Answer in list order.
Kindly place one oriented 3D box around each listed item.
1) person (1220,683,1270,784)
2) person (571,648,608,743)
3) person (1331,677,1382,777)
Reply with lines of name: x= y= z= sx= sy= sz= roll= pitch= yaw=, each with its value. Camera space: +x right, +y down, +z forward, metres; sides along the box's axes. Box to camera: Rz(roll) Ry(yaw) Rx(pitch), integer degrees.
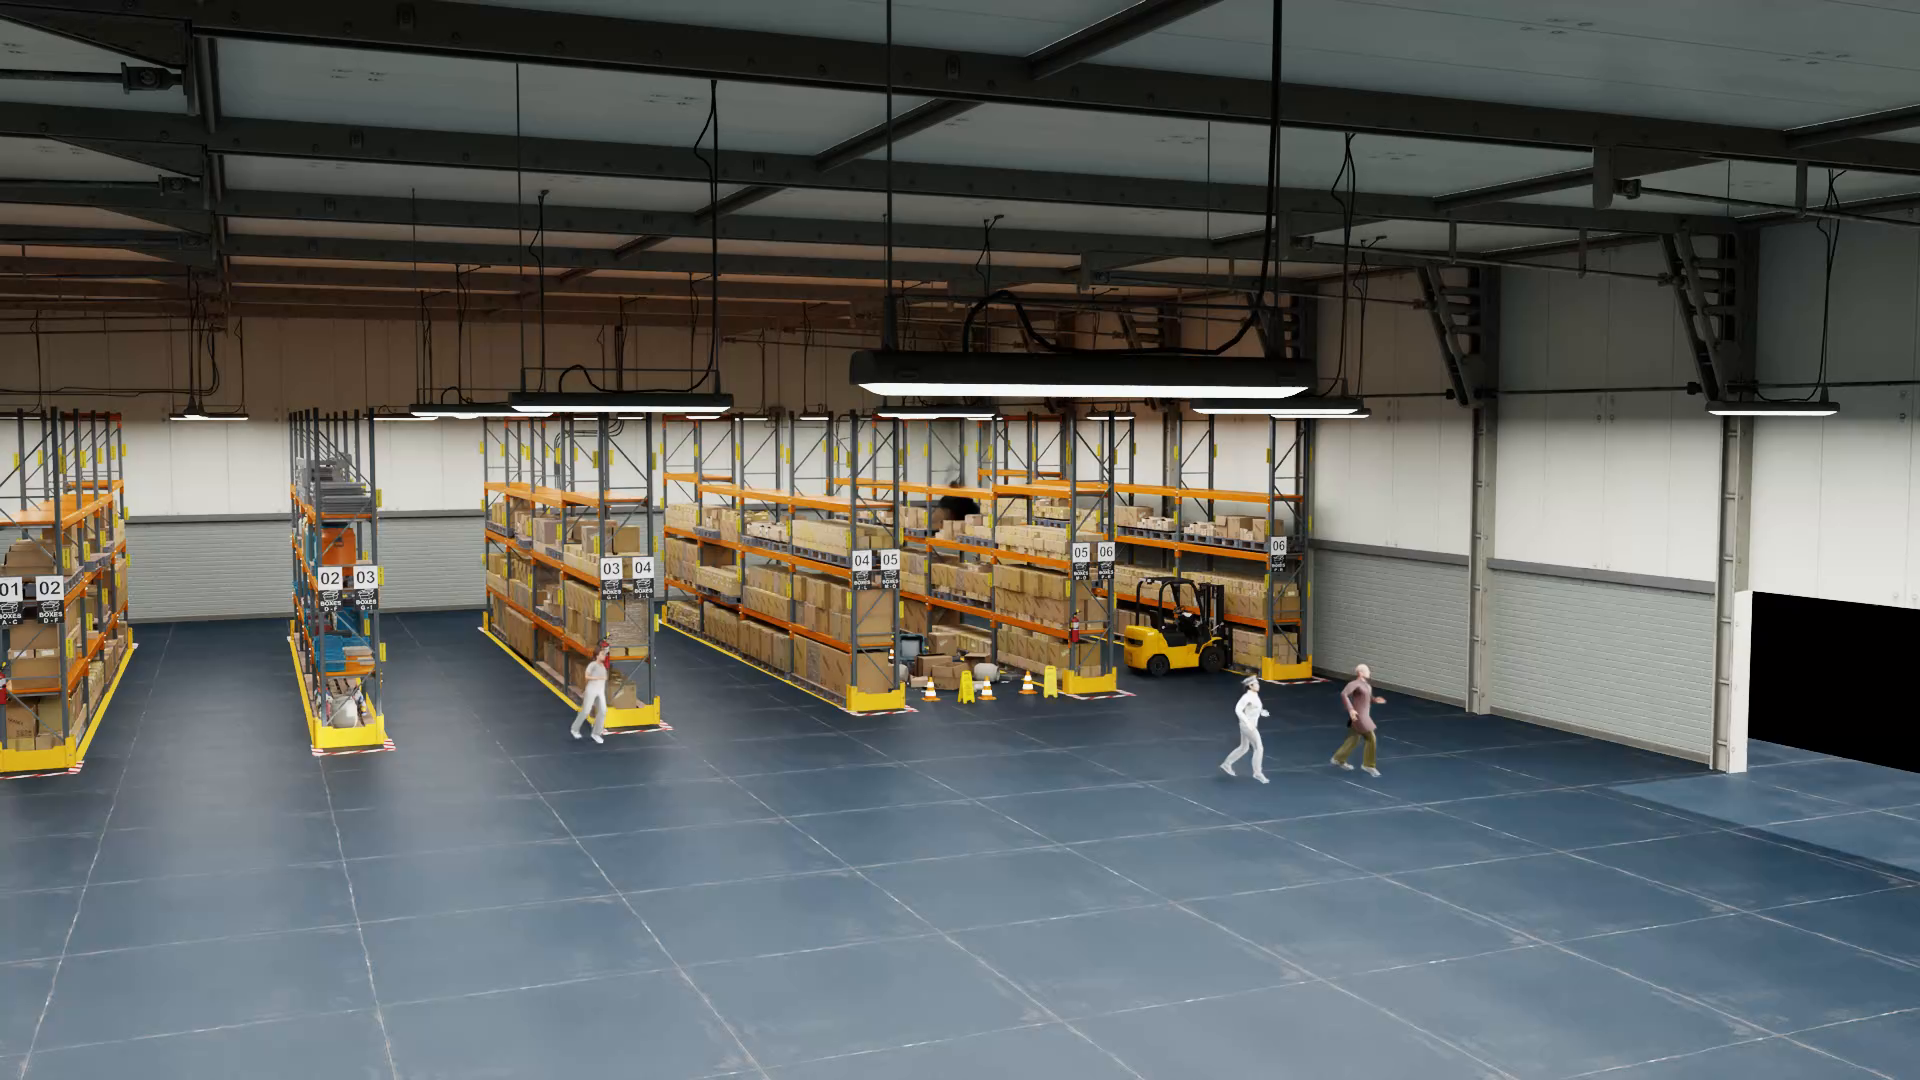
person: x=4.574 y=3.037 z=26.617 sx=0.796 sy=1.678 sz=0.609 roll=1 pitch=4 yaw=13
person: x=-6.606 y=2.786 z=30.121 sx=0.815 sy=1.675 sz=0.589 roll=3 pitch=5 yaw=35
person: x=6.488 y=3.040 z=27.170 sx=0.846 sy=1.638 sz=0.688 roll=1 pitch=4 yaw=17
